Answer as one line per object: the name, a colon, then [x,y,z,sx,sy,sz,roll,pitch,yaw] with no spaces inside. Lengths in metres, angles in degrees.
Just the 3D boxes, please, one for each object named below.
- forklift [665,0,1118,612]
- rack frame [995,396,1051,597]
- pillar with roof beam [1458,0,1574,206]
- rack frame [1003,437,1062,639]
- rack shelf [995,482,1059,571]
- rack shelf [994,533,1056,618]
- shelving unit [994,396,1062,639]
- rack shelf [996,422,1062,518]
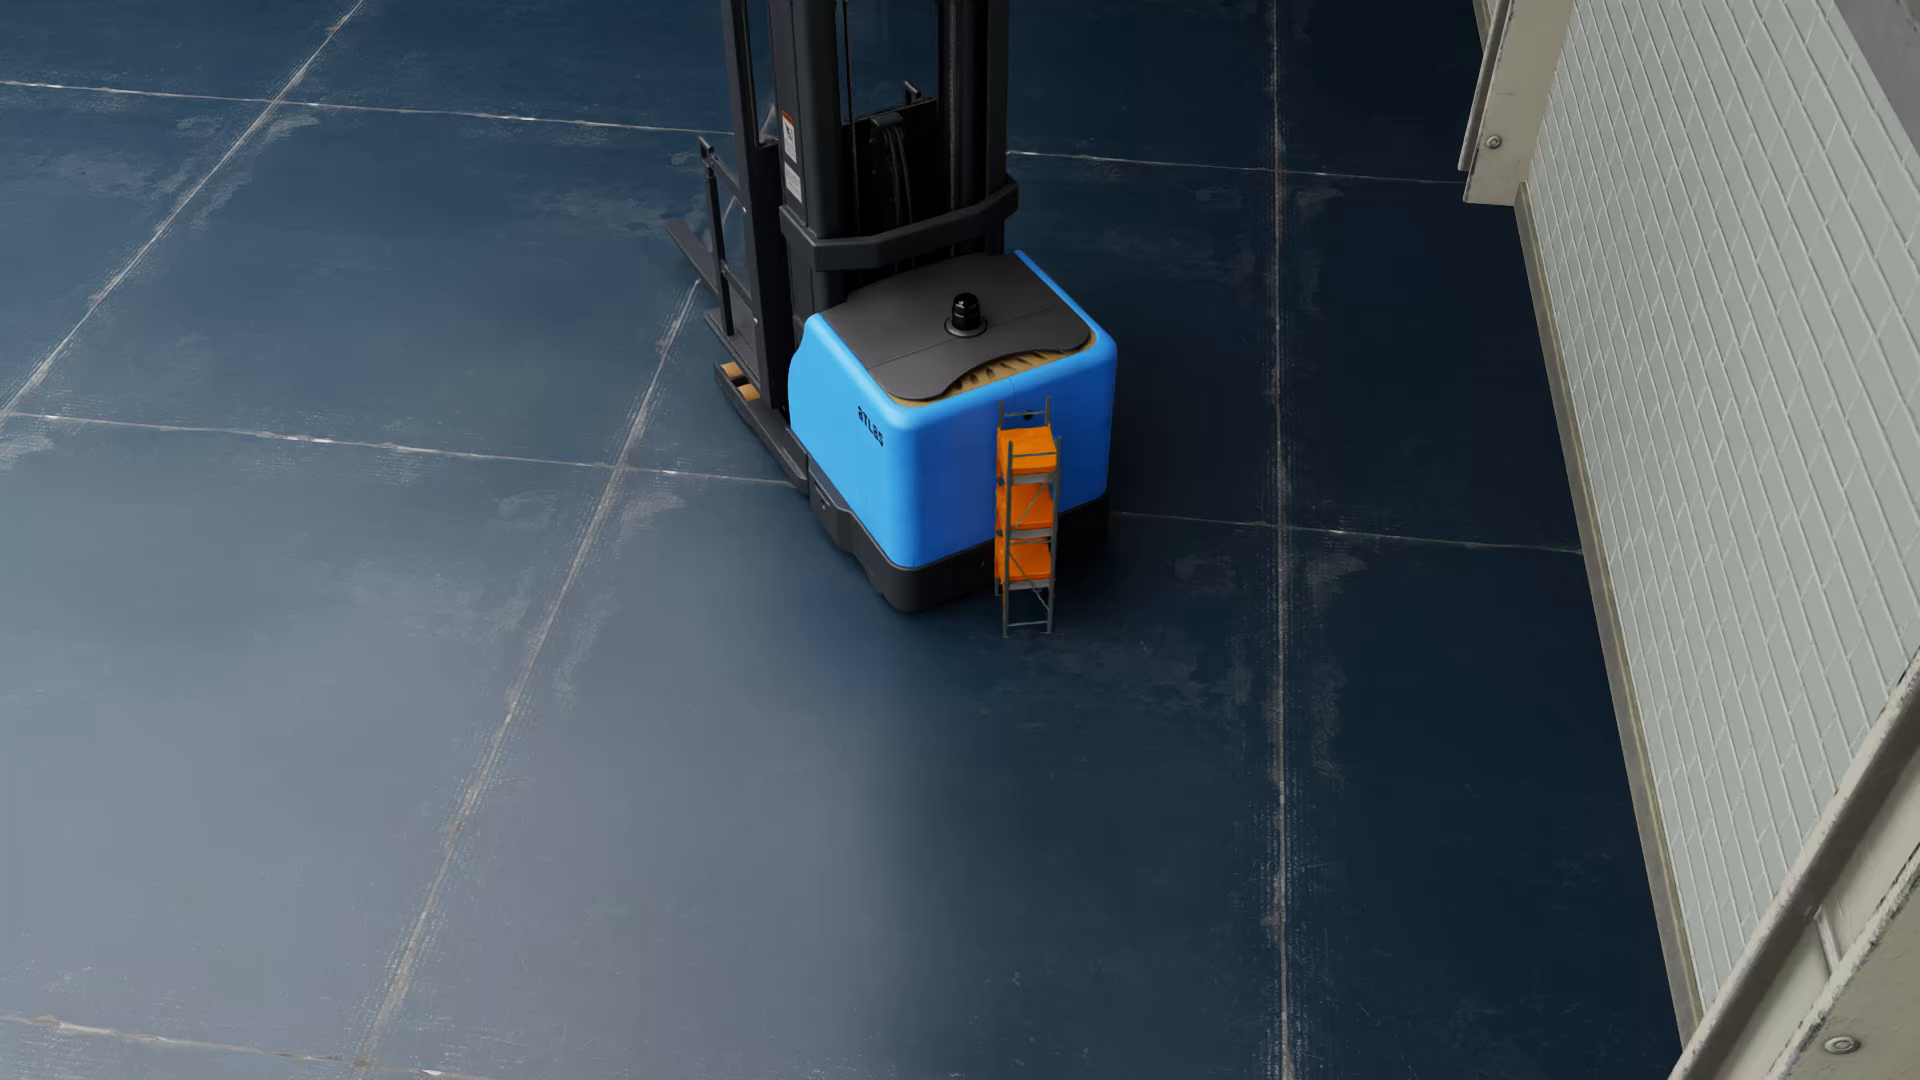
forklift: [-0.517,-1.775,6.993,1.130,2.935,3.031,-21,47,-21]
rack frame: [0.245,-0.154,6.649,0.200,1.050,0.008,-5,44,-5]
pillar with roof beam: [-1.292,-5.655,6.677,9.100,9.000,0.400,5,44,6]
rack frame: [0.276,0.012,6.474,0.200,1.050,0.008,-5,44,-5]
rack shelf: [0.261,-0.063,6.569,0.215,0.259,0.240,-5,44,-5]
rack shelf: [0.261,0.138,6.760,0.215,0.259,0.240,-5,44,-5]
shelving unit: [0.261,-0.071,6.561,0.215,1.050,0.252,-5,44,-5]
rack shelf: [0.261,-0.269,6.374,0.215,0.259,0.240,-5,44,-5]
